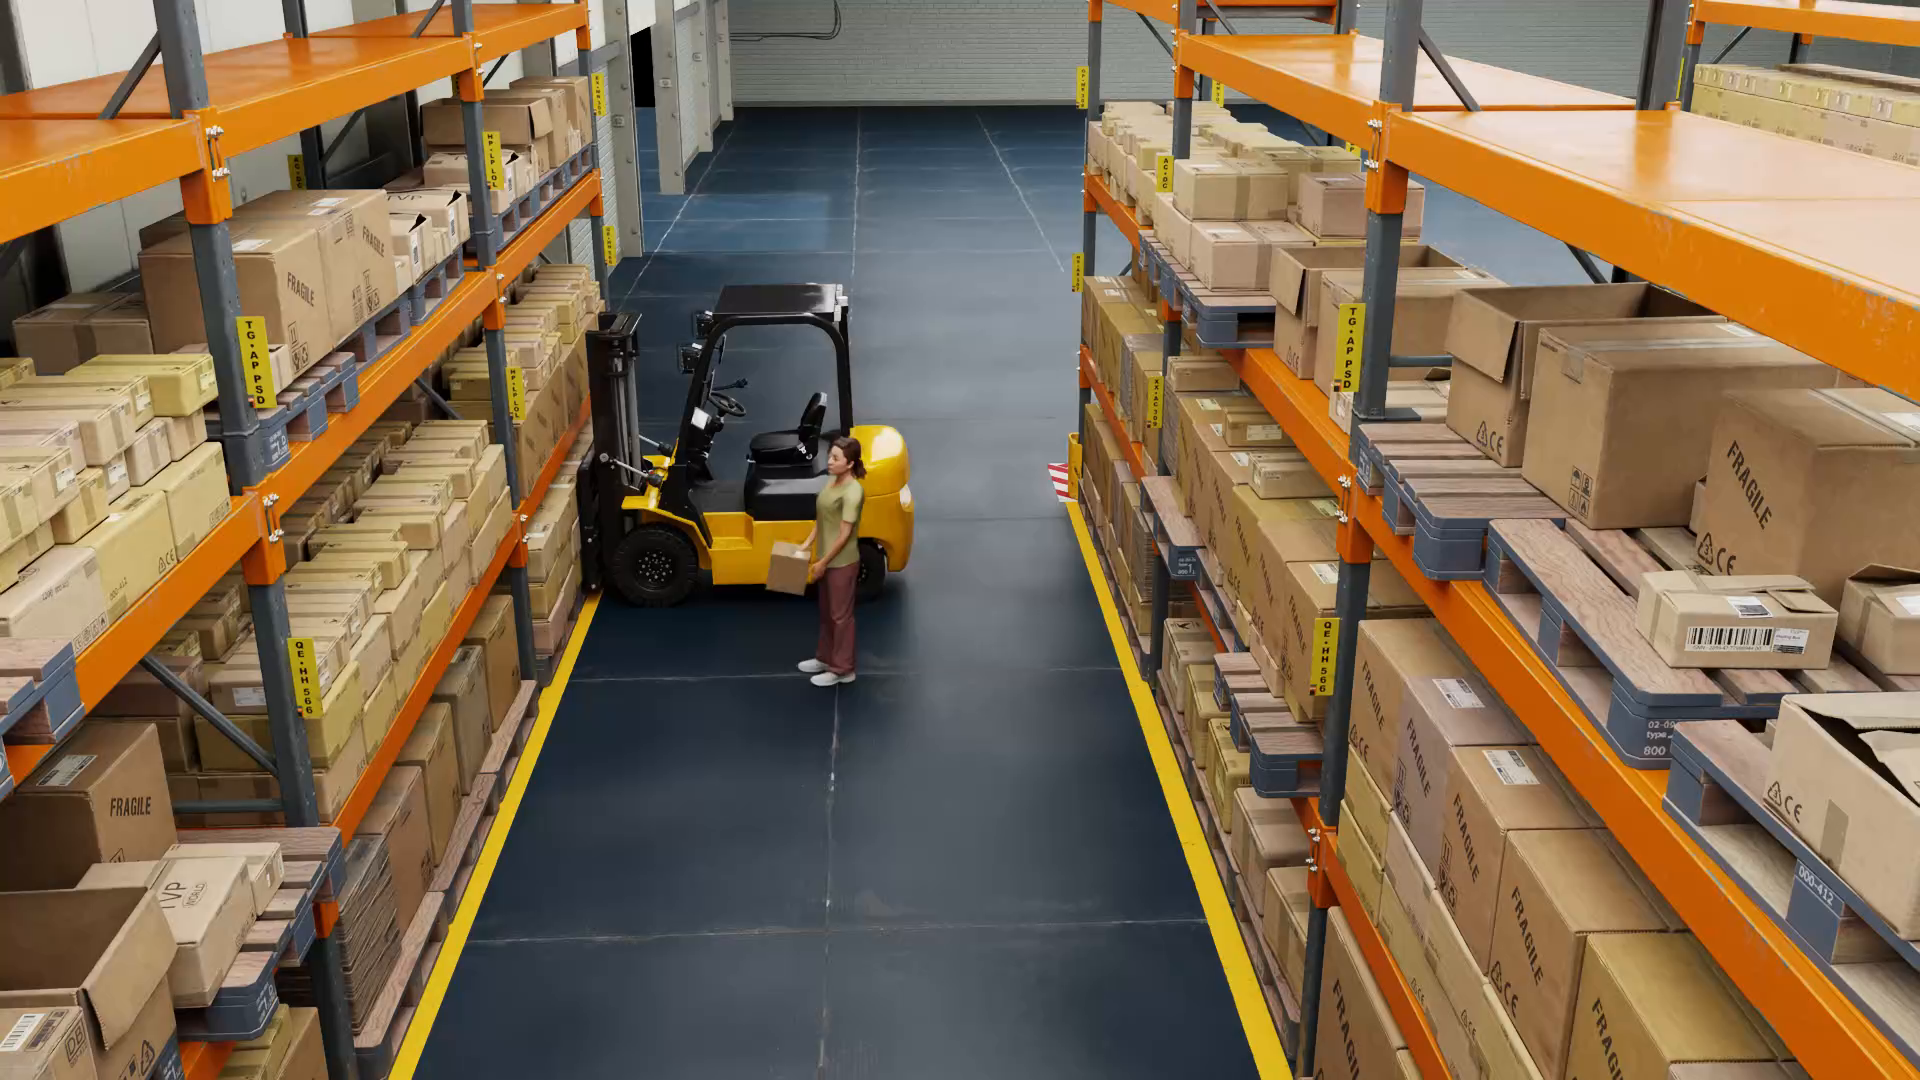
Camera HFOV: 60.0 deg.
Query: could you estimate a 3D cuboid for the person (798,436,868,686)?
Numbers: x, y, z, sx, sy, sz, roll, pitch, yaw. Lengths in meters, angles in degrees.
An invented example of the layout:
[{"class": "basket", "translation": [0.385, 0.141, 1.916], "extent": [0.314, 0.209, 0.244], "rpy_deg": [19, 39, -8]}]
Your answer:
[{"class": "person", "translation": [-0.807, 0.140, 10.697], "extent": [0.455, 1.671, 0.507], "rpy_deg": [-7, 22, -18]}]
